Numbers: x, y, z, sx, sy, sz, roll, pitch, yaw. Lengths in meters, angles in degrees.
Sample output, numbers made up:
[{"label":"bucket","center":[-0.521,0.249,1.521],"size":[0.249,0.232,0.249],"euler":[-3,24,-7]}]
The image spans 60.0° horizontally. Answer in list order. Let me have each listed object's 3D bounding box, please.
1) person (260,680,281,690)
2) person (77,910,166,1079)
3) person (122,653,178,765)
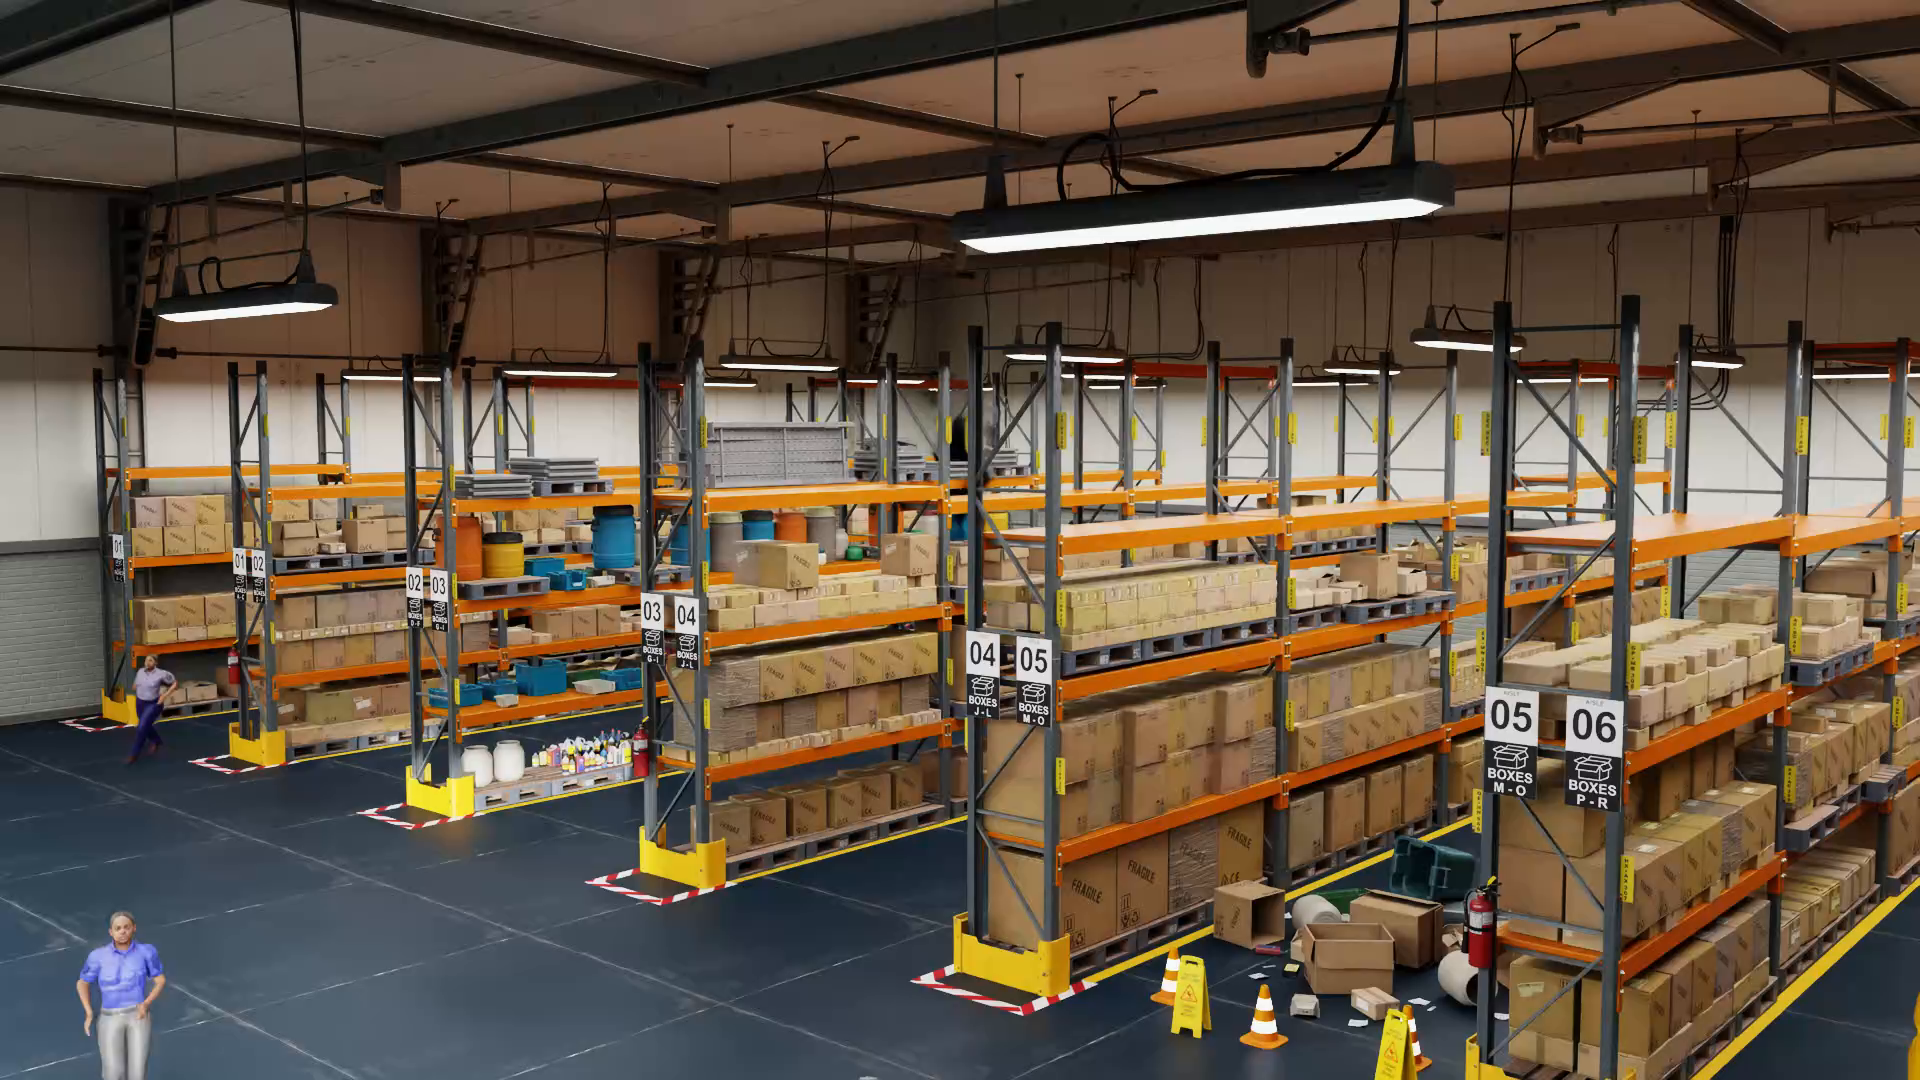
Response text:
[{"label":"person","center":[-11.110,2.365,27.087],"size":[0.580,1.615,0.597],"euler":[2,5,28]},{"label":"person","center":[-6.036,3.483,12.009],"size":[0.574,1.612,0.558],"euler":[-2,5,-30]},{"label":"person","center":[-12.173,2.517,25.047],"size":[0.641,1.649,0.849],"euler":[1,4,18]}]
